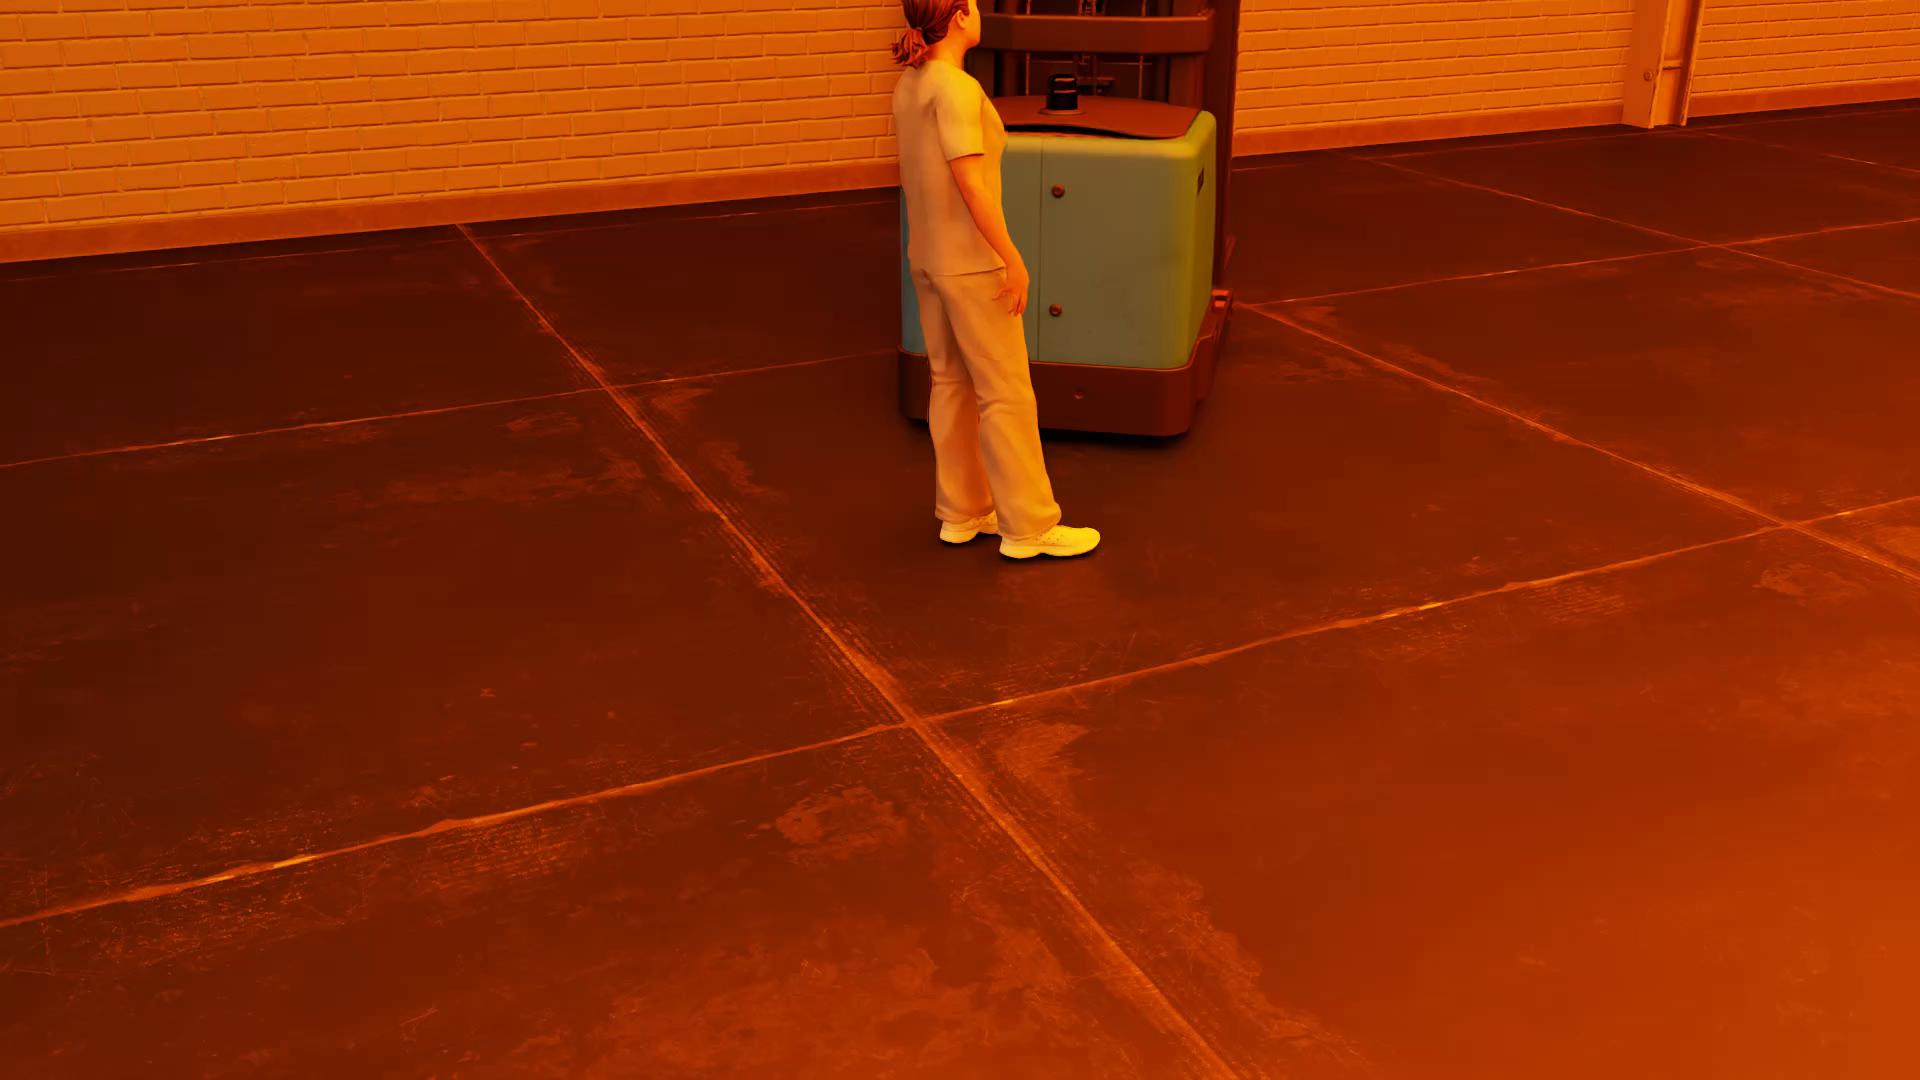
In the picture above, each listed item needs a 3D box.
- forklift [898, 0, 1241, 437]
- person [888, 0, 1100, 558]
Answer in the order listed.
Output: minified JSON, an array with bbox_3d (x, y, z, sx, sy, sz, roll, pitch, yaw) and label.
[{"bbox_3d":[0.603,-2.249,6.700,1.130,2.935,3.031,5,23,12],"label":"forklift"},{"bbox_3d":[0.073,-0.788,4.800,0.548,1.674,0.549,-10,25,-23],"label":"person"}]
